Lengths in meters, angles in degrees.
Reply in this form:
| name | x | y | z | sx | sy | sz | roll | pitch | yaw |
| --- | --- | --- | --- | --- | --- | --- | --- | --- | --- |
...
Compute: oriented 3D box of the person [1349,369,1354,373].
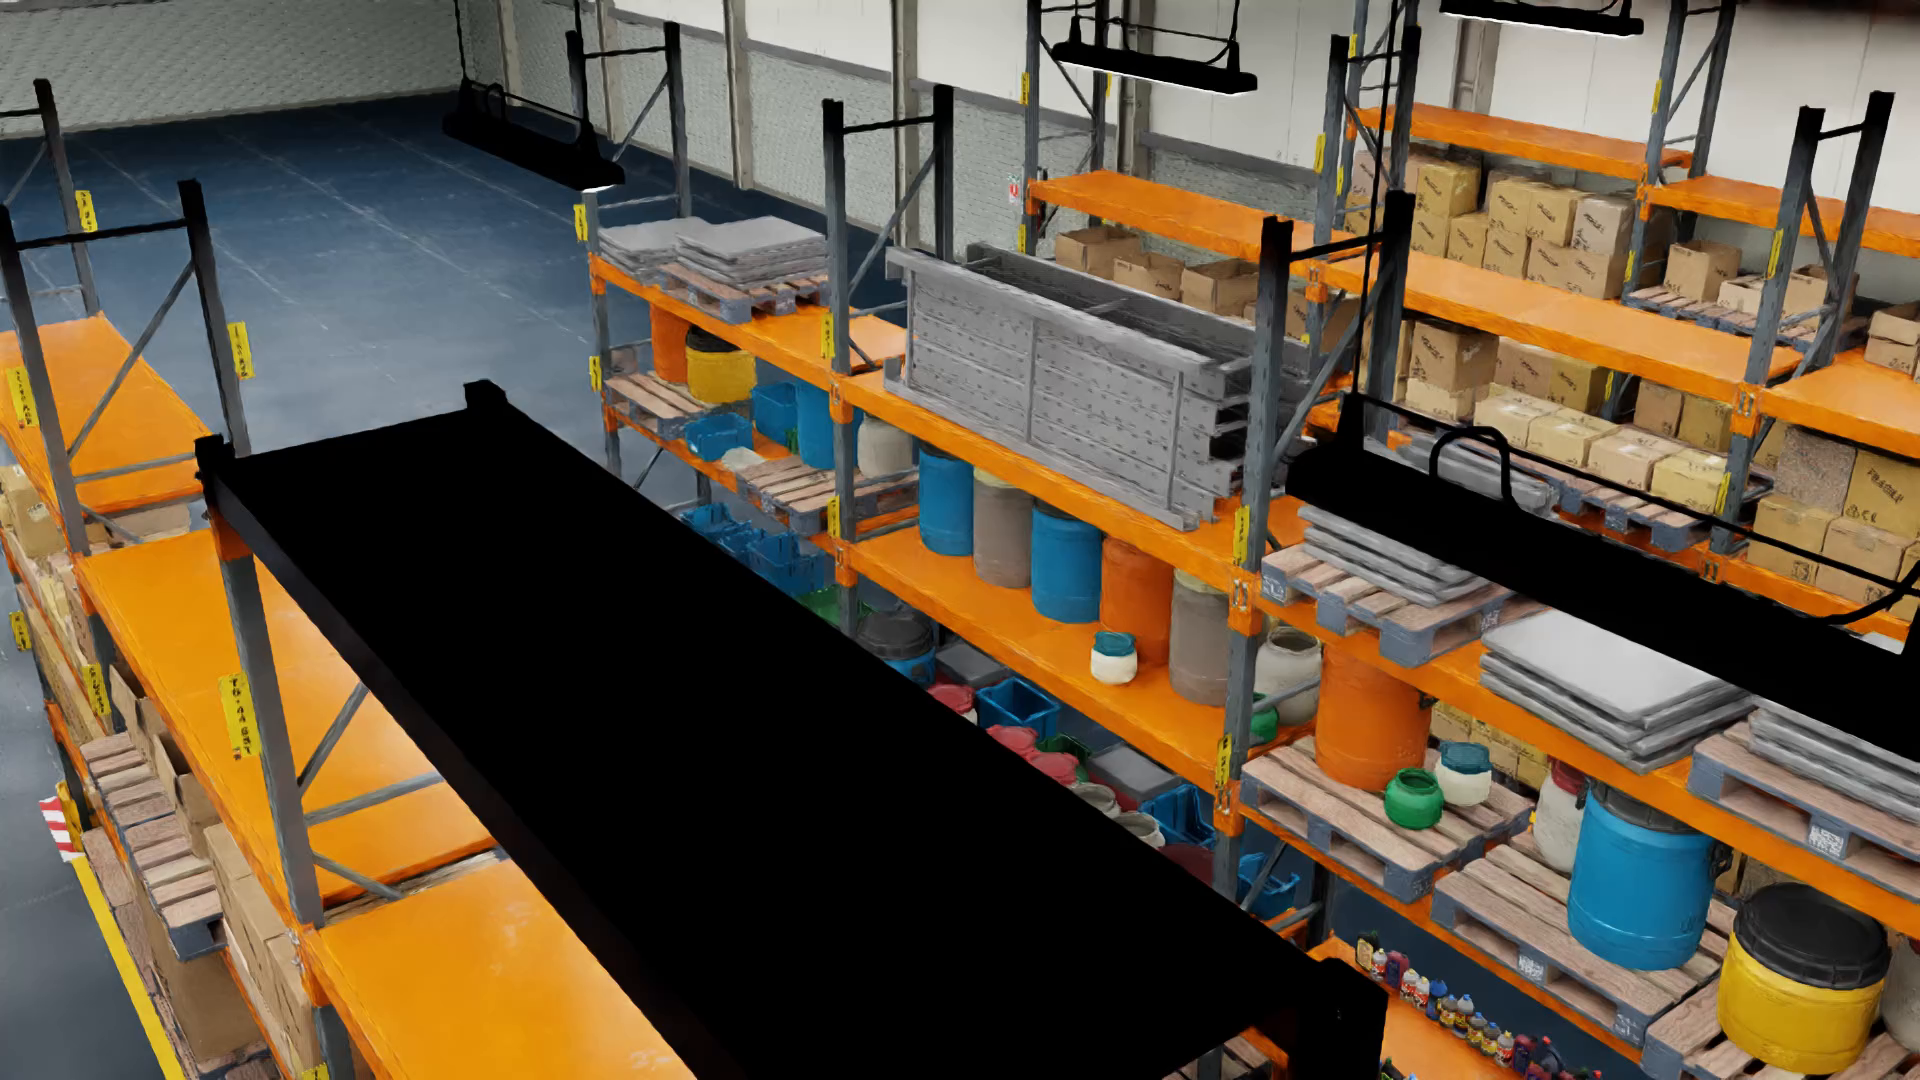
| name | x | y | z | sx | sy | sz | roll | pitch | yaw |
| --- | --- | --- | --- | --- | --- | --- | --- | --- | --- |
| person | 4.667 | -1.206 | 19.537 | 0.969 | 1.746 | 0.596 | 14 | 28 | 28 |
